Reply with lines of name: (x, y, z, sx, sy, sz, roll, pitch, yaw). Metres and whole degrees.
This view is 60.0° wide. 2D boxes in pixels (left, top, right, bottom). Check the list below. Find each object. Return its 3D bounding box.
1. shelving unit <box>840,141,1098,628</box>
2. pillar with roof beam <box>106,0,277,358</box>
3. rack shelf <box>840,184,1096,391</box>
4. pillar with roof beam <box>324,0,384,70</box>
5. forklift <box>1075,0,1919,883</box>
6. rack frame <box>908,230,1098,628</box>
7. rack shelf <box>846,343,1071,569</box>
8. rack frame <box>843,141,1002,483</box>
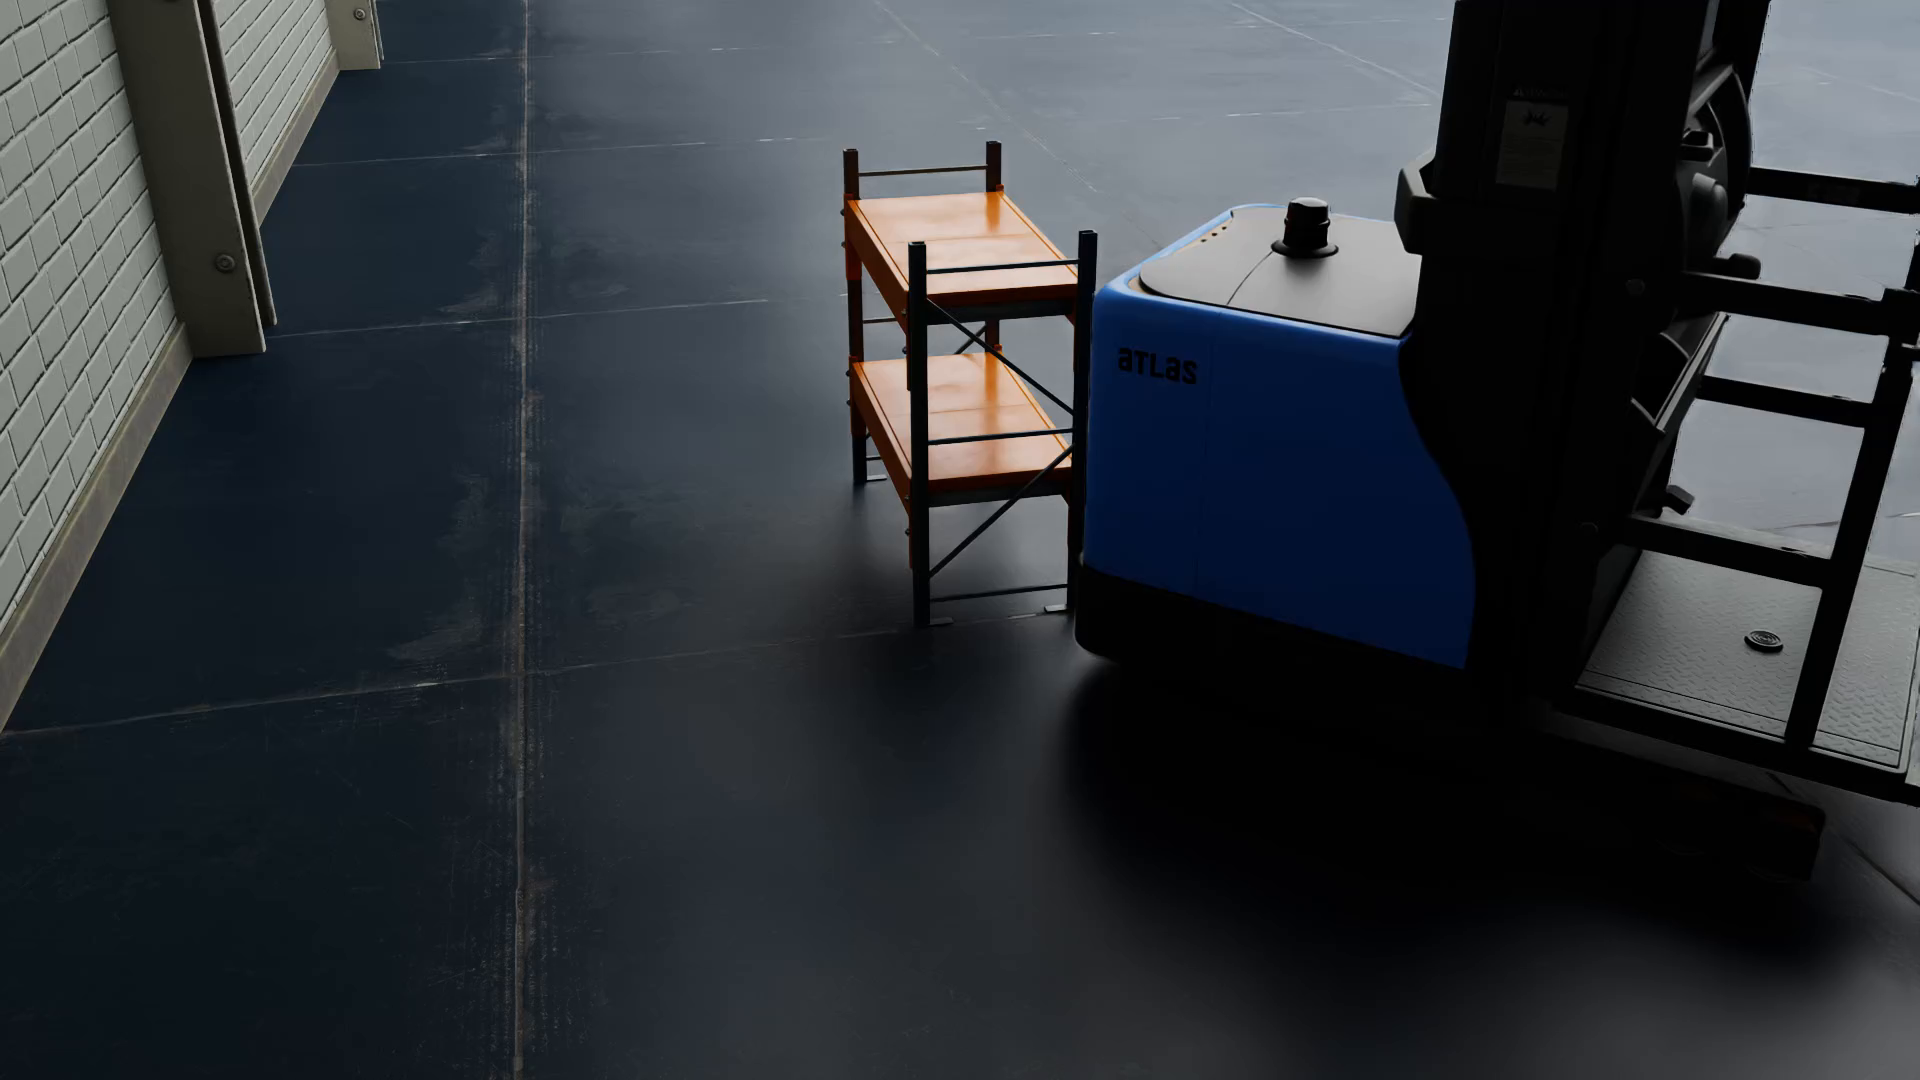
shelving unit: (-0.002, -0.505, 5.002, 0.538, 1.125, 1.048, -6, 27, -12)
pillar with roof beam: (1.170, -5.288, 5.740, 9.100, 9.000, 0.400, -6, 27, -12)
rack shelf: (-0.002, -0.766, 4.871, 0.538, 0.278, 1.000, -6, 27, -12)
pillar with roof beam: (-0.182, -7.922, 10.958, 9.100, 9.000, 0.400, -6, 27, -12)
forklift: (1.846, -0.815, 3.611, 3.031, 2.935, 1.130, 15, 30, 27)
rack frame: (0.113, -0.282, 4.560, 0.500, 1.125, 0.032, -6, 27, -12)
rack shelf: (-0.002, -0.287, 5.113, 0.538, 0.278, 1.000, -6, 27, -12)
rack frame: (-0.116, -0.728, 5.445, 0.500, 1.125, 0.032, -6, 27, -12)
